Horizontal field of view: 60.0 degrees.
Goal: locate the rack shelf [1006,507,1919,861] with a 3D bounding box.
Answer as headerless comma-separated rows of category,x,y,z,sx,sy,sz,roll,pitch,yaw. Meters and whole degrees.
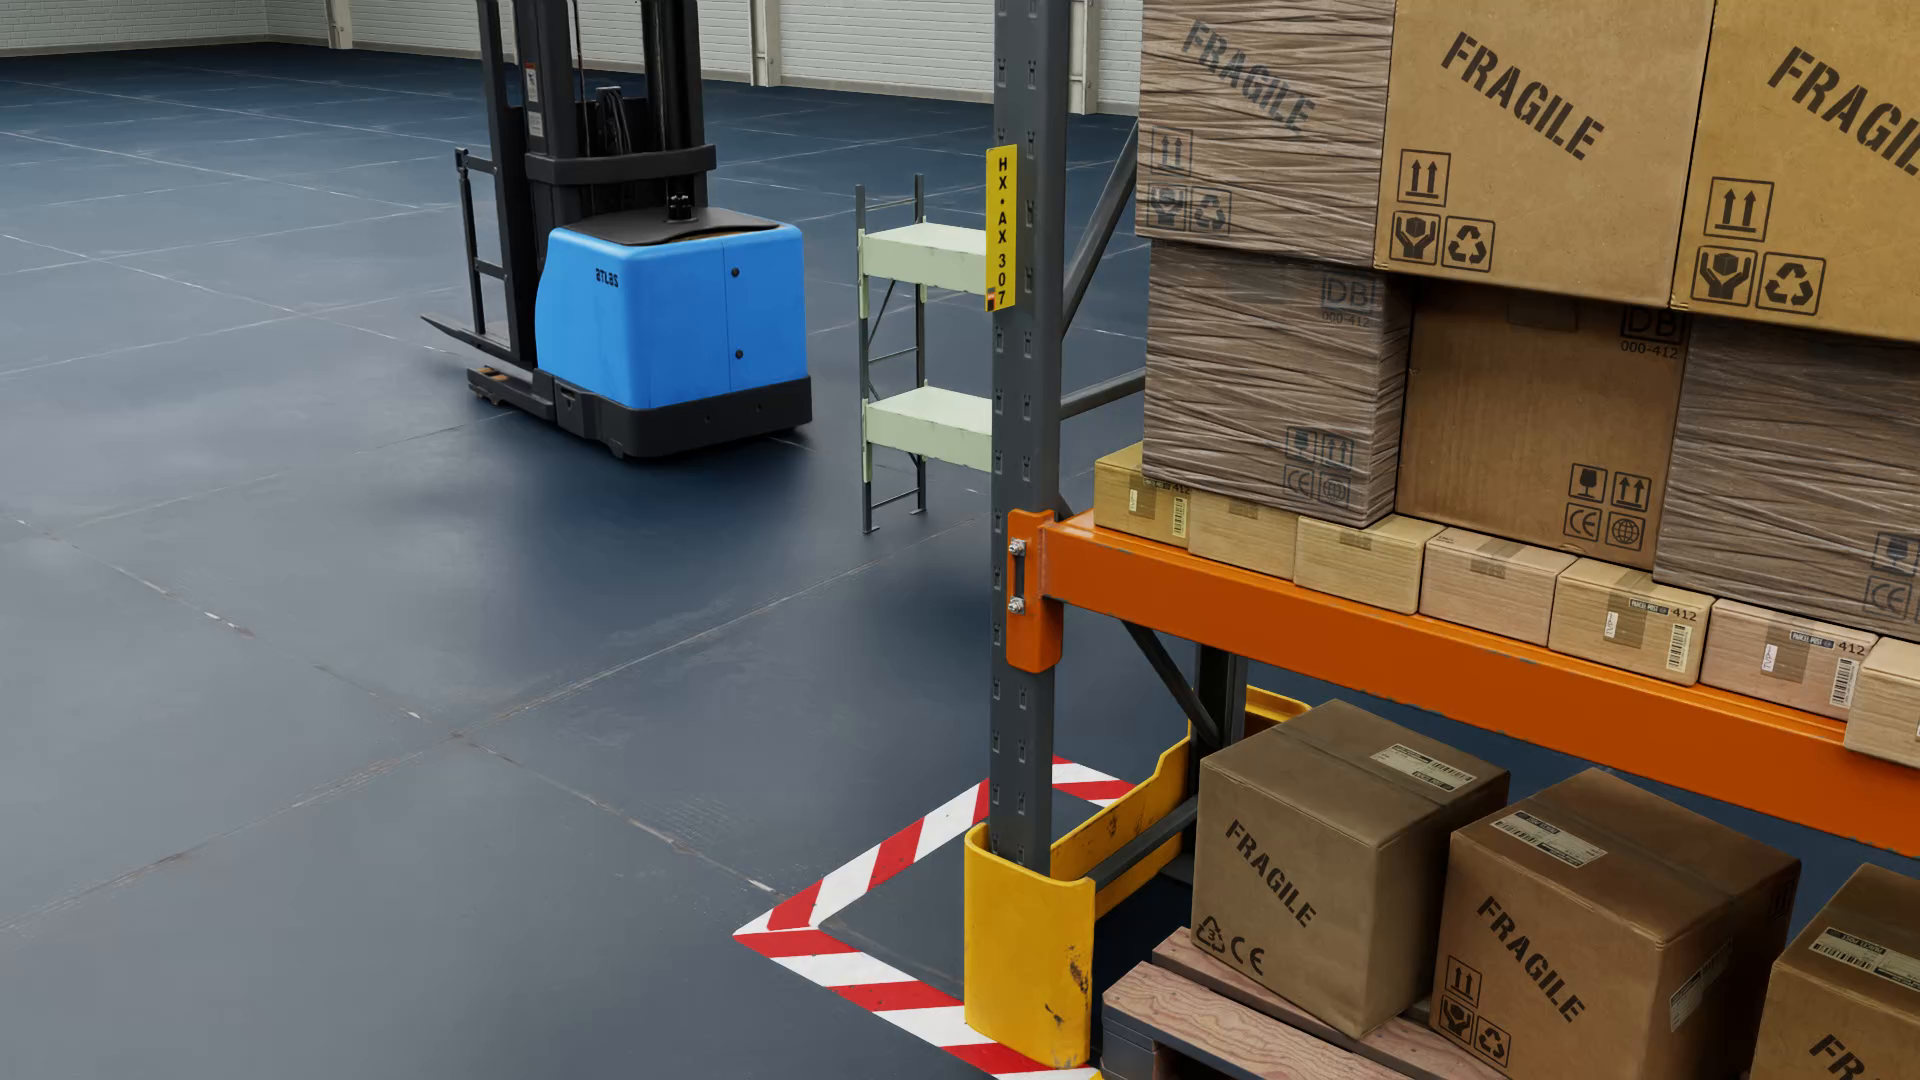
rack shelf,1.977,0.412,2.845,4.000,0.370,1.077,16,26,36

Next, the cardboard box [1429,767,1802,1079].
cardboard box,1.386,0.870,3.558,0.500,0.500,0.500,-14,25,-33

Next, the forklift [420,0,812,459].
forklift,-2.093,-2.213,8.881,1.130,2.935,3.031,-16,26,-37

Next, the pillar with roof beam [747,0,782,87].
pillar with roof beam,-5.754,-10.160,21.356,0.400,9.000,9.100,16,26,36

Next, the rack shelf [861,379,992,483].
rack shelf,-0.005,-0.398,7.023,0.720,0.370,0.431,16,26,36

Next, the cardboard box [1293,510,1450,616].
cardboard box,0.864,-0.004,3.283,0.250,0.149,0.380,16,26,36

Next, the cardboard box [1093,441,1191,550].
cardboard box,0.498,-0.125,3.604,0.250,0.149,0.380,16,26,36

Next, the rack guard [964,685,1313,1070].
rack guard,0.487,0.816,4.297,0.348,0.500,1.175,16,26,36

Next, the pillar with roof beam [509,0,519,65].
pillar with roof beam,-10.402,-11.498,24.906,0.400,9.000,9.100,16,26,36

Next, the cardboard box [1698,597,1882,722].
cardboard box,1.471,0.152,2.869,0.250,0.149,0.380,16,26,36

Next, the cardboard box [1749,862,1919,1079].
cardboard box,1.859,1.015,3.173,0.500,0.500,0.500,19,28,41

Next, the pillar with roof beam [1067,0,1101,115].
pillar with roof beam,-1.106,-8.821,17.806,0.400,9.000,9.100,16,26,36

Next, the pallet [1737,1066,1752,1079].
pallet,2.035,1.414,3.120,1.213,0.211,1.003,16,26,36

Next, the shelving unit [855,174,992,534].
shelving unit,-0.005,-0.703,6.907,0.755,1.500,0.431,16,26,36

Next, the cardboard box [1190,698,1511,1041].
cardboard box,0.901,0.746,3.886,0.500,0.500,0.500,-17,26,-37

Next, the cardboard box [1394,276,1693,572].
cardboard box,1.300,-0.348,3.277,0.500,0.500,0.875,16,26,36

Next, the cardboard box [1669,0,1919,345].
cardboard box,1.453,-0.603,2.536,0.500,0.500,0.500,16,26,36

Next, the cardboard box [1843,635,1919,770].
cardboard box,1.599,0.236,2.646,0.250,0.149,0.380,16,26,36

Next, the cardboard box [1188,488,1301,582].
cardboard box,0.680,-0.064,3.442,0.250,0.149,0.380,16,26,36

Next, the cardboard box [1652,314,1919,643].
cardboard box,1.660,-0.225,2.950,0.500,0.500,0.875,16,26,36

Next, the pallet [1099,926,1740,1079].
pallet,1.094,1.142,3.842,1.213,0.211,1.003,16,26,36

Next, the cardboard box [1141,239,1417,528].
cardboard box,0.837,-0.427,3.486,0.500,0.500,0.875,16,26,36

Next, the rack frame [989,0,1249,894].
rack frame,0.428,-0.371,3.901,0.127,3.000,1.000,16,26,36

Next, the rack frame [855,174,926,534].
rack frame,-0.289,-0.785,7.124,0.023,1.500,0.400,16,26,36

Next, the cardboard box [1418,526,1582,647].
cardboard box,1.071,0.046,3.150,0.250,0.149,0.380,16,26,36

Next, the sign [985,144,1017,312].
sign,0.085,-0.628,3.355,0.005,0.325,0.100,16,26,36

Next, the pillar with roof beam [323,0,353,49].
pillar with roof beam,-15.051,-12.837,28.455,0.400,9.000,9.100,16,26,36

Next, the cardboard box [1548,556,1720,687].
cardboard box,1.260,0.104,2.997,0.250,0.149,0.380,16,26,36

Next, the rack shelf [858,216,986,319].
rack shelf,-0.005,-1.068,6.770,0.720,0.370,0.431,16,26,36

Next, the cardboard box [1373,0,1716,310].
cardboard box,1.065,-0.714,2.831,0.500,0.500,0.500,16,26,36

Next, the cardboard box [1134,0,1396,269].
cardboard box,0.682,-0.828,3.131,0.500,0.500,0.500,16,26,36
